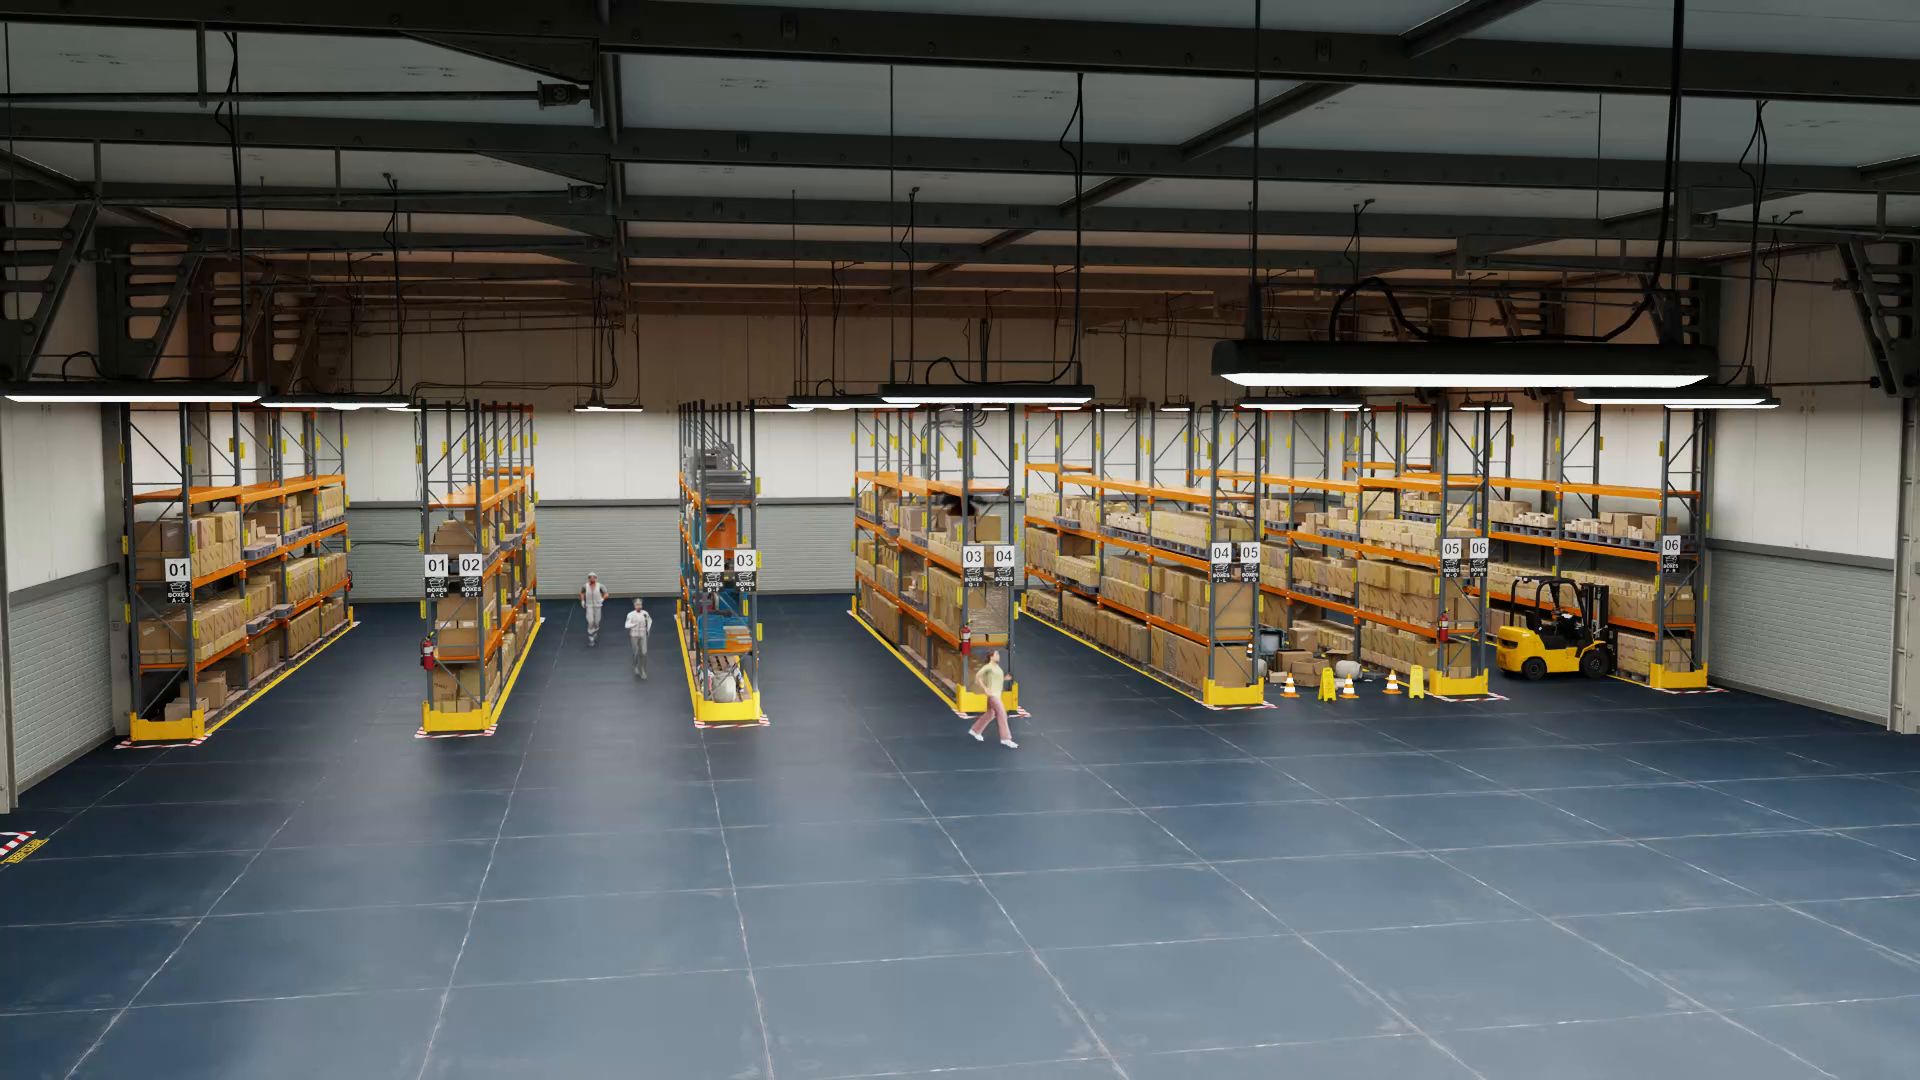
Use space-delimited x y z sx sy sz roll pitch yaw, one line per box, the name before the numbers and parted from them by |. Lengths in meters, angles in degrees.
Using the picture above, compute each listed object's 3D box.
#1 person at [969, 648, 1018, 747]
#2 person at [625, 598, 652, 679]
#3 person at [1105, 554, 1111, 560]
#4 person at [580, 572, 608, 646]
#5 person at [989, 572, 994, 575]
person | 0.575 2.701 28.677 0.922 1.685 0.563 1 5 17
person | -6.995 2.134 36.248 0.596 1.740 0.720 -1 4 -16
person | 4.228 1.277 47.220 0.710 1.786 1.026 -1 4 -16
person | -9.109 1.711 41.448 0.689 1.831 0.804 -1 4 -11
person | 0.823 1.421 46.470 0.582 1.618 0.643 -1 4 -7
